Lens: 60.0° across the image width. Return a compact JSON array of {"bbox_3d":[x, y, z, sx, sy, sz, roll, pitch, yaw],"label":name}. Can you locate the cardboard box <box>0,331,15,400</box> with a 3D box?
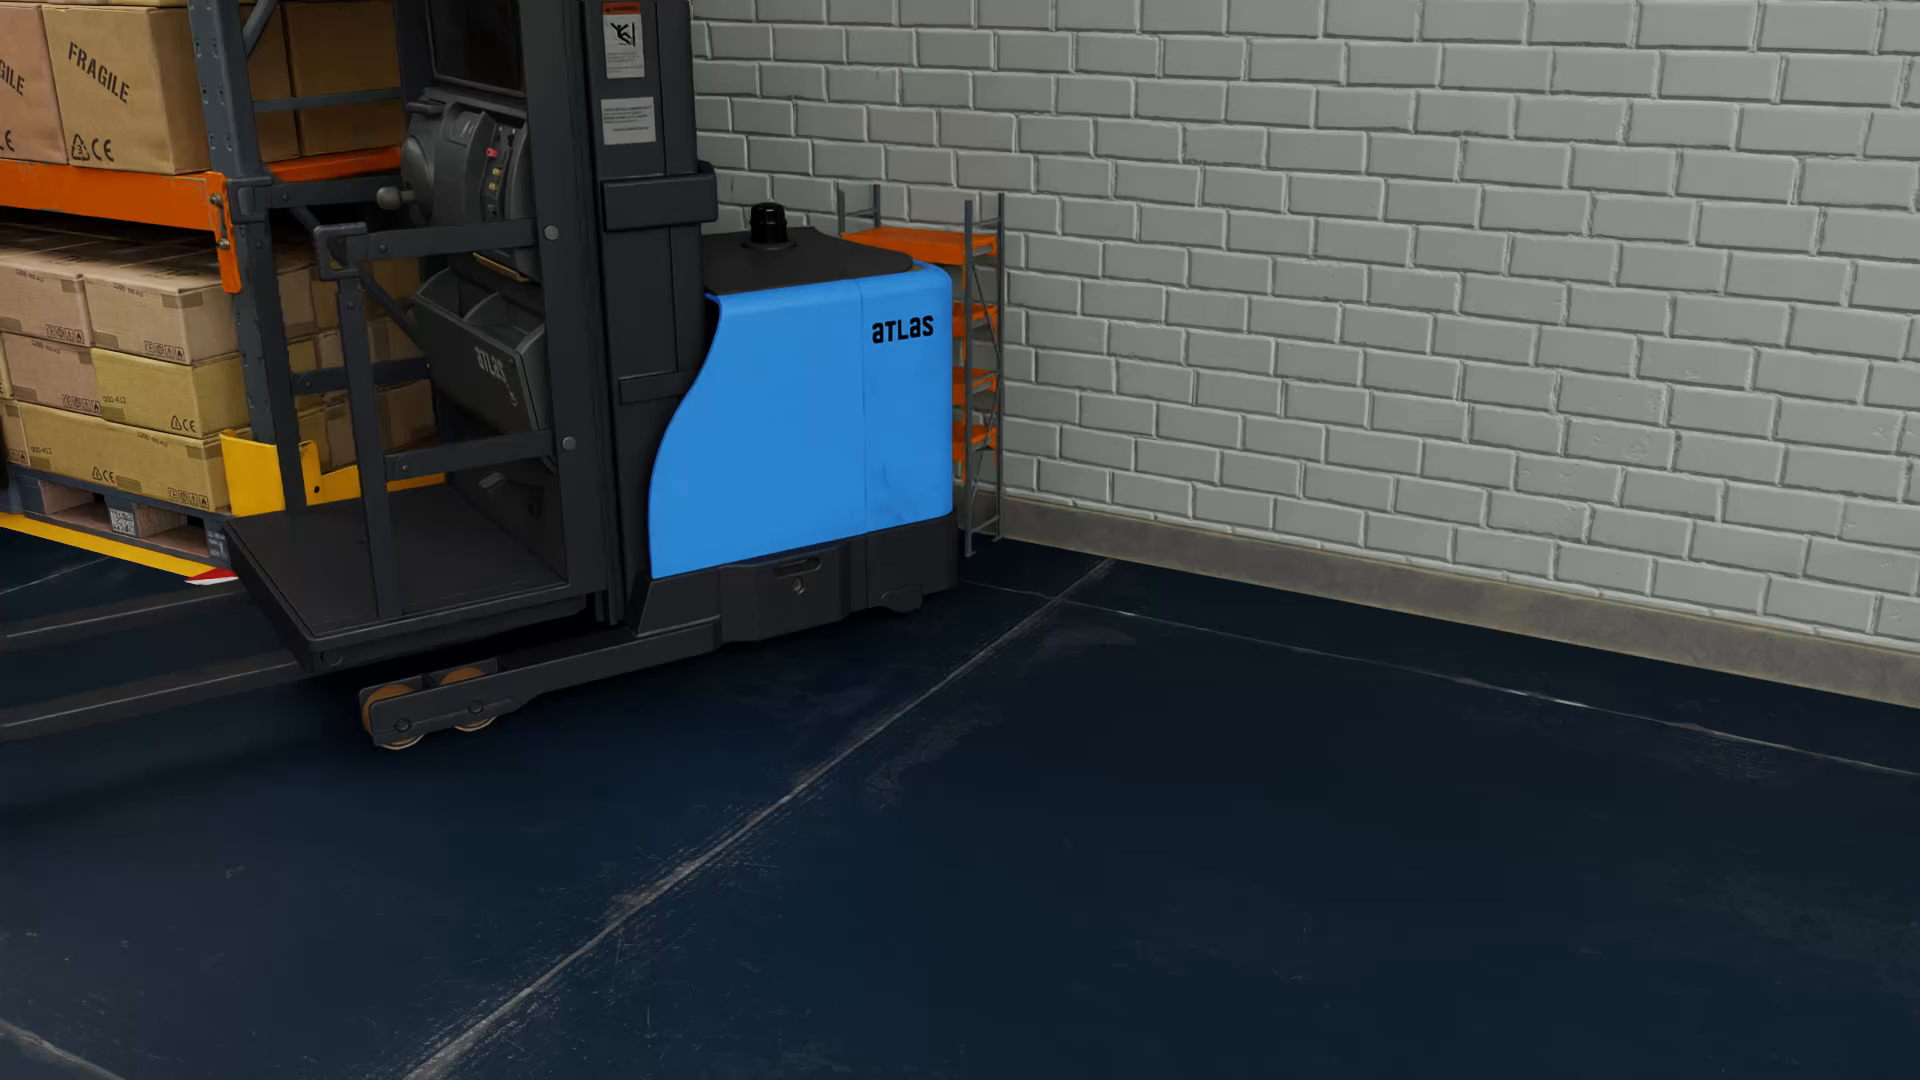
[{"bbox_3d":[-3.462,-0.723,6.143,0.500,0.250,0.500,10,22,26],"label":"cardboard box"}]

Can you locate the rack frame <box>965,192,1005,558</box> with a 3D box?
[{"bbox_3d":[0.082,-0.543,5.573,0.015,1.200,0.240,10,21,28],"label":"rack frame"}]

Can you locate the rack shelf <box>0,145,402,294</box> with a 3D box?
[{"bbox_3d":[-3.737,-1.424,6.446,4.000,0.370,1.077,11,23,27],"label":"rack shelf"}]

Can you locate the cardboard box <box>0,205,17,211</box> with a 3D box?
[{"bbox_3d":[-4.075,-1.277,6.937,0.500,0.250,0.500,11,23,28],"label":"cardboard box"}]

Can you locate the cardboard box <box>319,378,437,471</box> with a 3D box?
[{"bbox_3d":[-2.325,-0.474,6.189,0.500,0.250,0.500,11,23,28],"label":"cardboard box"}]

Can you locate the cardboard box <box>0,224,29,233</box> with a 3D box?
[{"bbox_3d":[-3.878,-1.038,6.279,0.500,0.250,0.500,10,22,26],"label":"cardboard box"}]

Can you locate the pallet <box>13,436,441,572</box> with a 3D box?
[{"bbox_3d":[-2.679,-0.233,6.198,1.213,0.211,1.003,11,23,27],"label":"pallet"}]

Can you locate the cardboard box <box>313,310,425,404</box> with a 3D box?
[{"bbox_3d":[-2.300,-0.709,6.104,0.500,0.250,0.500,11,23,28],"label":"cardboard box"}]

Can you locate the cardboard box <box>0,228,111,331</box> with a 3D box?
[{"bbox_3d":[-3.439,-0.952,6.040,0.500,0.250,0.500,11,23,28],"label":"cardboard box"}]

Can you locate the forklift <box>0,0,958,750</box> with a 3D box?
[{"bbox_3d":[-1.518,-1.035,4.419,3.031,2.935,1.130,-13,24,-31],"label":"forklift"}]

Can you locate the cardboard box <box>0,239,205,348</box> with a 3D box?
[{"bbox_3d":[-2.994,-0.871,5.817,0.500,0.250,0.500,11,23,28],"label":"cardboard box"}]

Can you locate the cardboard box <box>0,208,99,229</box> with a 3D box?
[{"bbox_3d":[-3.632,-1.196,6.713,0.500,0.250,0.500,10,22,26],"label":"cardboard box"}]

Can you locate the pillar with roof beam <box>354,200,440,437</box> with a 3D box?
[{"bbox_3d":[-4.259,-3.352,1.909,0.400,9.000,9.100,11,23,27],"label":"pillar with roof beam"}]

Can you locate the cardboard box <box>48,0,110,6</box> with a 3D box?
[{"bbox_3d":[-2.668,-1.789,5.300,0.250,0.149,0.380,11,23,28],"label":"cardboard box"}]

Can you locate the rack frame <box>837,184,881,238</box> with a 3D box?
[{"bbox_3d":[-0.340,-0.621,5.805,0.015,1.200,0.240,10,21,28],"label":"rack frame"}]

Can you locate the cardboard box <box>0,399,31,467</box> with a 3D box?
[{"bbox_3d":[-3.417,-0.489,6.232,0.500,0.250,0.500,11,23,28],"label":"cardboard box"}]

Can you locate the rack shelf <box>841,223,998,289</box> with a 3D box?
[{"bbox_3d":[-0.130,-0.954,5.563,0.480,0.148,0.258,10,21,28],"label":"rack shelf"}]

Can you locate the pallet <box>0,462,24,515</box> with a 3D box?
[{"bbox_3d":[-3.740,-0.436,6.758,1.213,0.211,1.003,11,23,27],"label":"pallet"}]

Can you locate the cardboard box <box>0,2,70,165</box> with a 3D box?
[{"bbox_3d":[-2.997,-1.569,5.645,0.500,0.500,0.500,12,23,29],"label":"cardboard box"}]

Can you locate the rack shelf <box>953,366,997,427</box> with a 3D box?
[{"bbox_3d":[-0.129,-0.518,5.711,0.480,0.148,0.258,10,21,28],"label":"rack shelf"}]

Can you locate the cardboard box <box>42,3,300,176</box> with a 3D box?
[{"bbox_3d":[-2.549,-1.480,5.399,0.500,0.500,0.500,10,22,26],"label":"cardboard box"}]

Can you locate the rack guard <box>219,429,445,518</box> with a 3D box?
[{"bbox_3d":[-1.970,-0.250,5.821,0.348,0.500,1.175,11,23,27],"label":"rack guard"}]

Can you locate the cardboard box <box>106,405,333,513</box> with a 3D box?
[{"bbox_3d":[-2.555,-0.318,5.760,0.500,0.250,0.500,11,23,28],"label":"cardboard box"}]

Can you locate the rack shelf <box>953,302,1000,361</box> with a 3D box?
[{"bbox_3d":[-0.129,-0.730,5.639,0.480,0.148,0.258,10,21,28],"label":"rack shelf"}]

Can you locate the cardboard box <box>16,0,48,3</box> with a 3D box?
[{"bbox_3d":[-2.865,-1.850,5.469,0.250,0.149,0.380,11,23,28],"label":"cardboard box"}]

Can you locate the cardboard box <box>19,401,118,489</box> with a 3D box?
[{"bbox_3d":[-2.985,-0.404,5.995,0.500,0.250,0.500,11,23,27],"label":"cardboard box"}]

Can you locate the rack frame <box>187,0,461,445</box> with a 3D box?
[{"bbox_3d":[-1.991,-1.429,5.406,0.127,3.000,1.000,11,23,27],"label":"rack frame"}]

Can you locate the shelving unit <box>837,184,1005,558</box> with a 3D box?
[{"bbox_3d":[-0.129,-0.582,5.689,0.503,1.200,0.258,10,21,28],"label":"shelving unit"}]

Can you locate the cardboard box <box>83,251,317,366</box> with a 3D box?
[{"bbox_3d":[-2.545,-0.788,5.588,0.500,0.250,0.500,12,23,29],"label":"cardboard box"}]

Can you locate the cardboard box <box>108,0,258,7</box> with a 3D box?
[{"bbox_3d":[-2.431,-1.755,5.207,0.250,0.149,0.380,11,23,28],"label":"cardboard box"}]

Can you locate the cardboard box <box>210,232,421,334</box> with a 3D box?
[{"bbox_3d":[-2.318,-0.940,6.009,0.500,0.250,0.500,10,22,26],"label":"cardboard box"}]

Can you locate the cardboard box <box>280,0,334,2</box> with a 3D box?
[{"bbox_3d":[-2.161,-1.915,5.647,0.250,0.149,0.380,10,22,26],"label":"cardboard box"}]

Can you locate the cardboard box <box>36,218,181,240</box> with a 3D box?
[{"bbox_3d":[-3.188,-1.109,6.473,0.500,0.250,0.500,11,22,27],"label":"cardboard box"}]

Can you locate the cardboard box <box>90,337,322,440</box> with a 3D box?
[{"bbox_3d":[-2.569,-0.557,5.685,0.500,0.250,0.500,10,22,27],"label":"cardboard box"}]

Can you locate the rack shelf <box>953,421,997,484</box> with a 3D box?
[{"bbox_3d":[-0.129,-0.330,5.775,0.480,0.148,0.258,10,21,28],"label":"rack shelf"}]

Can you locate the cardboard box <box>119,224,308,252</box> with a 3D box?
[{"bbox_3d":[-2.756,-1.022,6.235,0.500,0.250,0.500,11,23,27],"label":"cardboard box"}]

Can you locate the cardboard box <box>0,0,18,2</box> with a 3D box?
[{"bbox_3d":[-3.076,-1.895,5.592,0.250,0.149,0.380,11,22,27],"label":"cardboard box"}]

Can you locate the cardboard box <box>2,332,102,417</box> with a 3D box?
[{"bbox_3d":[-3.001,-0.643,5.923,0.500,0.250,0.500,11,22,27],"label":"cardboard box"}]

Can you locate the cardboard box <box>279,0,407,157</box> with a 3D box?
[{"bbox_3d":[-2.288,-1.641,5.844,0.500,0.500,0.500,12,23,29],"label":"cardboard box"}]
